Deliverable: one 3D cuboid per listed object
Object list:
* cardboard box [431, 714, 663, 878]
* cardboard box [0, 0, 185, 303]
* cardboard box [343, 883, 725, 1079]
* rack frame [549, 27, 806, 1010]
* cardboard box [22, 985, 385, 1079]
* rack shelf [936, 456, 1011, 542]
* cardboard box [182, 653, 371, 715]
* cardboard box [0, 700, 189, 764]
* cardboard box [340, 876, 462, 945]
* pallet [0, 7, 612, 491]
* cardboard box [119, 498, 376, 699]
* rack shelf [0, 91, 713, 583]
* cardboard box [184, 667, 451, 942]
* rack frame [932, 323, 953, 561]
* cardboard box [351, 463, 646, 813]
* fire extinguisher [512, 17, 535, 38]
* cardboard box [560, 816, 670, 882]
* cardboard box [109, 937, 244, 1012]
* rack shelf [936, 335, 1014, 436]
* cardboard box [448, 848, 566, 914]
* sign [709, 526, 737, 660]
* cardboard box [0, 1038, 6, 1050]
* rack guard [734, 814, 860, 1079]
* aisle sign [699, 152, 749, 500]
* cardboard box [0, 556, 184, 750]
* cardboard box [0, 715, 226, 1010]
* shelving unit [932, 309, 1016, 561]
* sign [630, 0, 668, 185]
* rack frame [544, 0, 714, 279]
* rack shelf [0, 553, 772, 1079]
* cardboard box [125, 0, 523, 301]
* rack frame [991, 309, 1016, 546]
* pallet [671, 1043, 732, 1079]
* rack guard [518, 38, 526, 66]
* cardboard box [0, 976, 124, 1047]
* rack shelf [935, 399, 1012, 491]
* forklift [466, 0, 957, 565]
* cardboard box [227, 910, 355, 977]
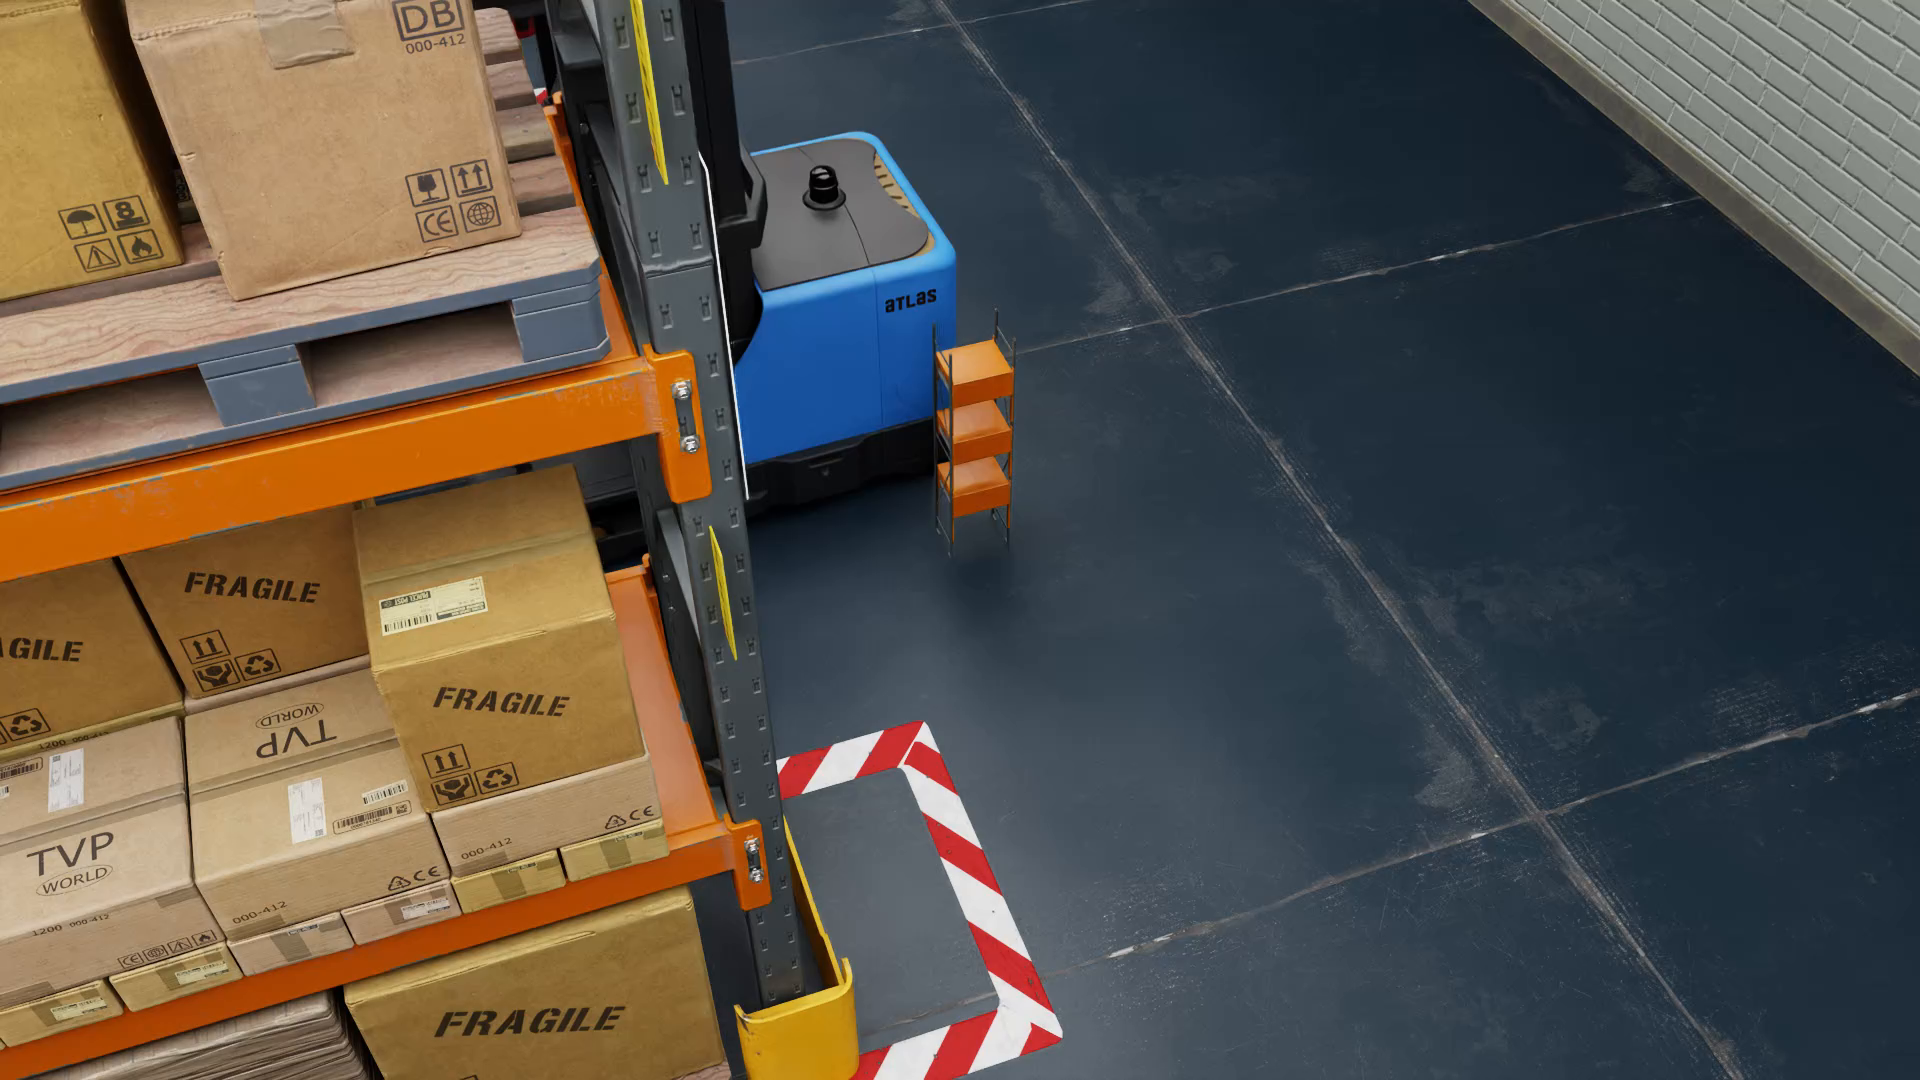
[{"bbox_3d":[-1.040,0.484,4.046,0.500,0.250,0.500,-15,47,-14],"label":"cardboard box"},{"bbox_3d":[-1.716,-0.820,2.894,0.500,0.500,0.700,-16,47,-15],"label":"cardboard box"},{"bbox_3d":[-1.249,1.051,4.788,0.875,0.875,0.875,-14,47,-14],"label":"cardboard box"},{"bbox_3d":[-0.674,0.242,4.391,0.127,3.000,1.000,-14,47,-14],"label":"rack frame"},{"bbox_3d":[-2.105,1.270,4.570,0.875,0.875,0.875,-14,47,-14],"label":"cardboard box"},{"bbox_3d":[0.050,-0.180,6.595,0.240,0.259,0.215,-14,47,-14],"label":"rack shelf"},{"bbox_3d":[-1.704,0.255,4.274,0.500,0.250,0.500,-15,47,-14],"label":"cardboard box"},{"bbox_3d":[-2.178,0.374,4.156,0.500,0.250,0.500,-16,47,-15],"label":"cardboard box"},{"bbox_3d":[-1.379,0.760,4.053,0.250,0.149,0.380,-14,47,-14],"label":"cardboard box"},{"bbox_3d":[-1.369,-0.600,3.175,1.213,0.211,1.003,-14,47,-14],"label":"pallet"},{"bbox_3d":[-1.688,-0.019,4.017,0.500,0.500,0.500,-15,47,-15],"label":"cardboard box"},{"bbox_3d":[-2.556,-0.082,3.104,4.000,0.370,1.077,-14,47,-14],"label":"rack shelf"},{"bbox_3d":[-1.518,0.605,3.925,0.500,0.250,0.500,-15,47,-15],"label":"cardboard box"},{"bbox_3d":[-0.064,-0.354,6.362,0.008,1.050,0.200,-14,47,-14],"label":"rack frame"},{"bbox_3d":[-1.043,0.218,3.782,0.500,0.500,0.500,-14,47,-13],"label":"cardboard box"},{"bbox_3d":[-2.060,-2.632,7.573,0.183,0.674,0.296,-14,47,-14],"label":"fire extinguisher"},{"bbox_3d":[-0.898,0.636,4.176,0.250,0.149,0.380,-14,47,-13],"label":"cardboard box"},{"bbox_3d":[-1.858,0.883,3.930,0.250,0.149,0.380,-15,47,-15],"label":"cardboard box"},{"bbox_3d":[0.050,-0.576,6.197,0.240,0.259,0.215,-14,47,-14],"label":"rack shelf"},{"bbox_3d":[-1.142,0.700,4.112,0.250,0.149,0.380,-14,47,-13],"label":"cardboard box"},{"bbox_3d":[-0.503,0.115,3.533,0.005,0.325,0.100,-14,47,-14],"label":"sign"},{"bbox_3d":[-2.335,1.003,3.810,0.250,0.149,0.380,-13,47,-13],"label":"cardboard box"},{"bbox_3d":[-0.652,1.119,5.282,0.348,0.500,1.175,-14,47,-14],"label":"rack guard"},{"bbox_3d":[-0.505,-0.493,3.288,0.004,0.787,0.394,-14,47,-14],"label":"aisle sign"},{"bbox_3d":[-2.173,0.110,3.889,0.500,0.500,0.500,-16,47,-15],"label":"cardboard box"},{"bbox_3d":[-1.996,0.728,3.803,0.500,0.250,0.500,-16,47,-15],"label":"cardboard box"},{"bbox_3d":[0.050,-0.383,6.391,0.252,1.050,0.215,-14,47,-14],"label":"shelving unit"},{"bbox_3d":[-0.503,-0.736,2.679,0.005,0.325,0.100,-14,47,-14],"label":"sign"},{"bbox_3d":[-0.674,-1.875,2.266,0.127,3.000,1.000,-14,47,-14],"label":"rack frame"},{"bbox_3d":[-2.556,0.977,4.166,4.000,0.370,1.077,-14,47,-14],"label":"rack shelf"},{"bbox_3d":[-1.145,-0.875,2.949,0.500,0.500,0.700,-17,48,-16],"label":"cardboard box"},{"bbox_3d":[0.165,-0.413,6.420,0.008,1.050,0.200,-14,47,-14],"label":"rack frame"},{"bbox_3d":[-1.400,1.471,5.135,1.213,0.211,1.003,-14,47,-14],"label":"pallet"},{"bbox_3d":[-2.338,-2.189,8.579,0.348,0.500,1.175,-14,47,-14],"label":"rack guard"},{"bbox_3d":[-2.102,0.945,3.867,0.250,0.149,0.380,-14,47,-14],"label":"cardboard box"},{"bbox_3d":[0.050,-0.376,6.398,0.240,0.259,0.215,-14,47,-14],"label":"rack shelf"},{"bbox_3d":[-1.568,-1.299,5.976,3.031,2.935,1.130,-16,47,-15],"label":"forklift"},{"bbox_3d":[-1.614,0.819,3.993,0.250,0.149,0.380,-14,47,-13],"label":"cardboard box"}]
